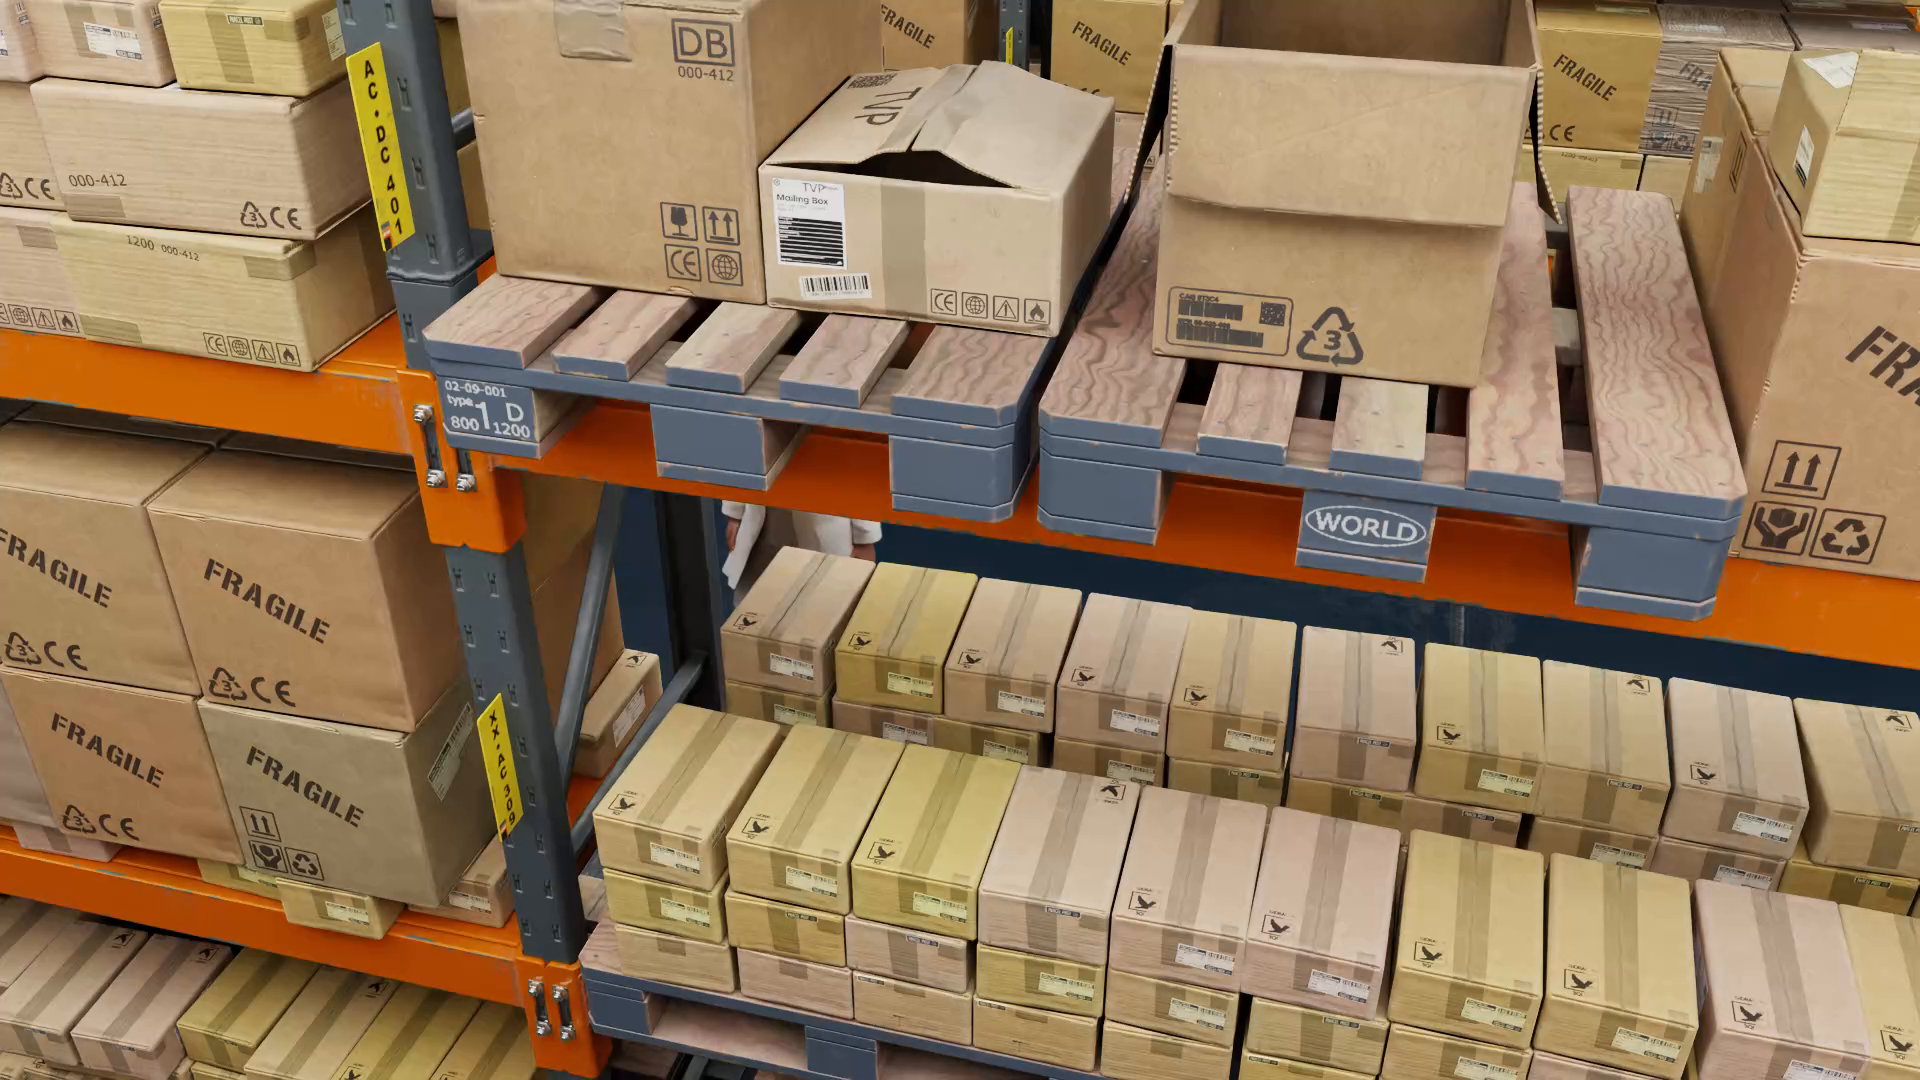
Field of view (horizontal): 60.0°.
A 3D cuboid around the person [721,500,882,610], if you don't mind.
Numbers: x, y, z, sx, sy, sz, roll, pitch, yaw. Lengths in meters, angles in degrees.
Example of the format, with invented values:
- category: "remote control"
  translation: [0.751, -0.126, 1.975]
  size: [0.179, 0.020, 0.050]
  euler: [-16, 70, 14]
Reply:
- category: "person"
  translation: [-0.583, -0.054, 6.204]
  size: [0.626, 1.772, 0.513]
  euler: [13, 35, 19]
